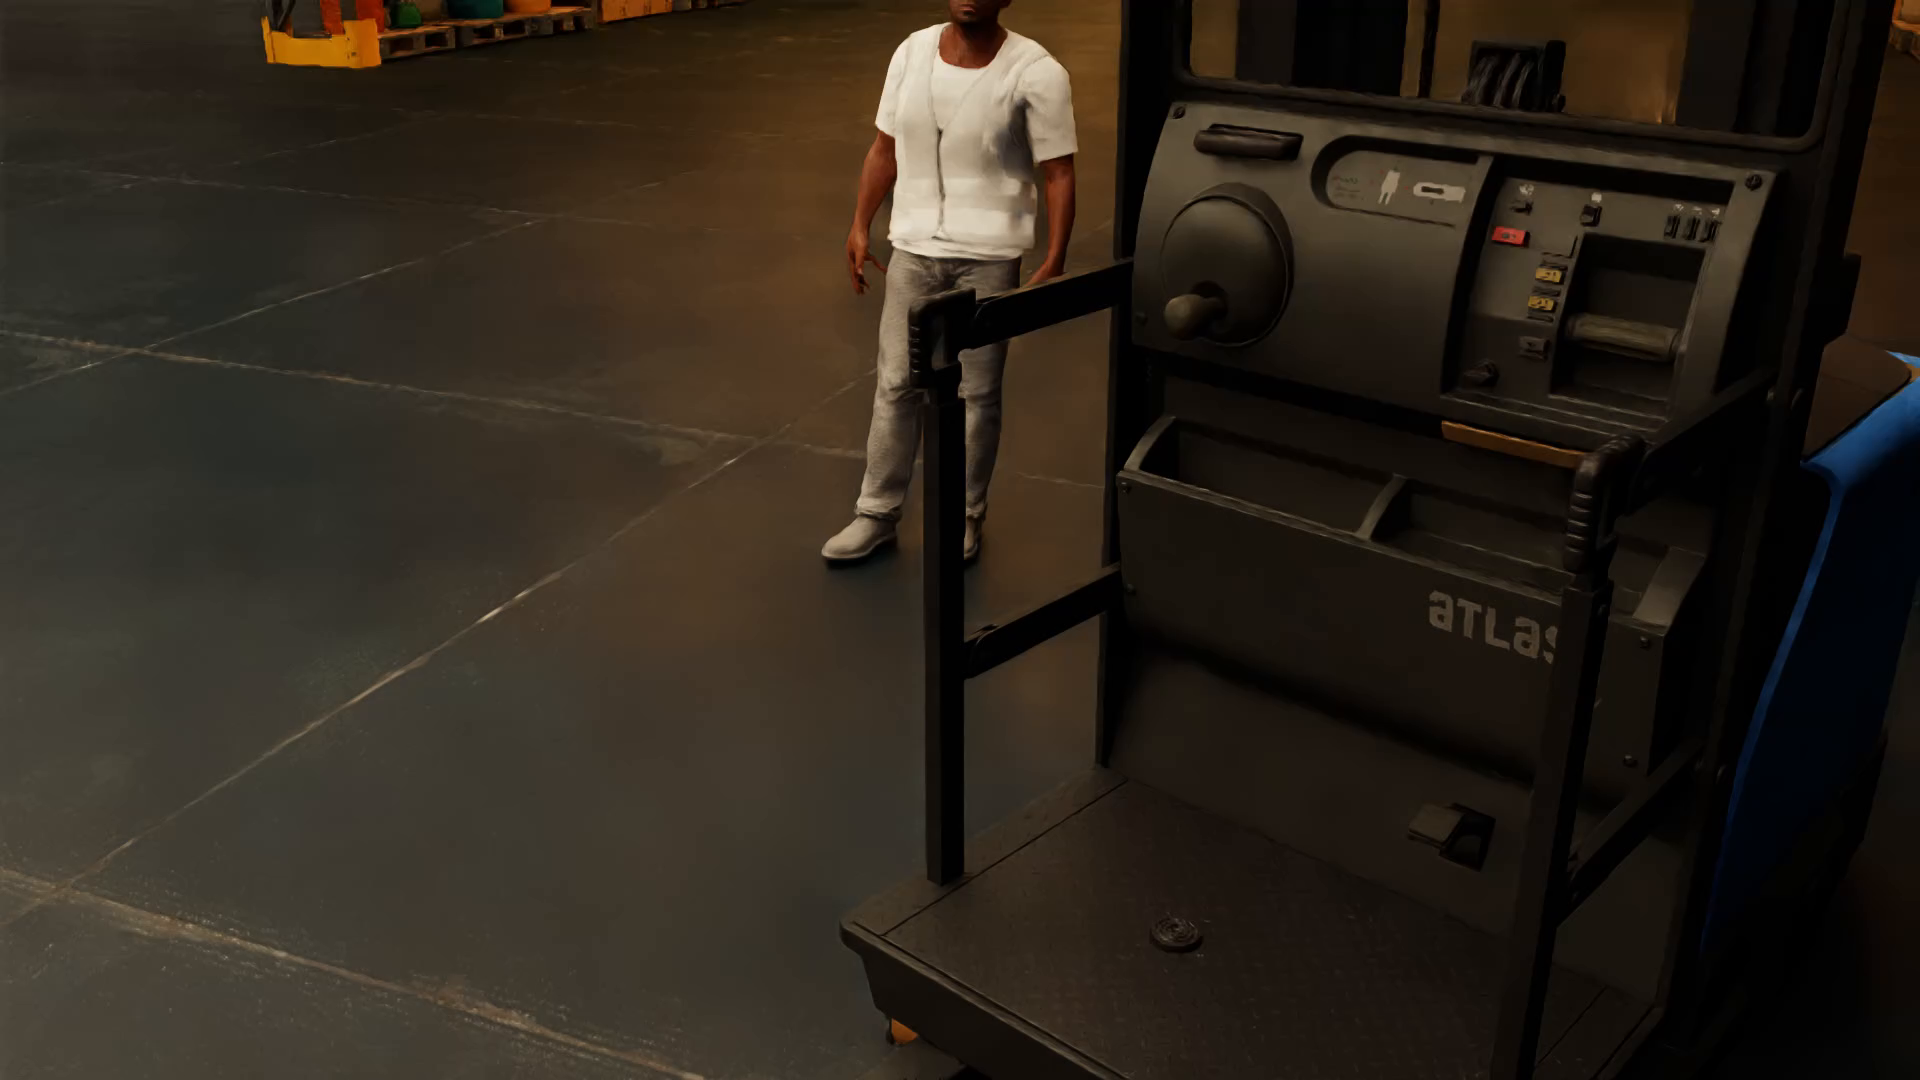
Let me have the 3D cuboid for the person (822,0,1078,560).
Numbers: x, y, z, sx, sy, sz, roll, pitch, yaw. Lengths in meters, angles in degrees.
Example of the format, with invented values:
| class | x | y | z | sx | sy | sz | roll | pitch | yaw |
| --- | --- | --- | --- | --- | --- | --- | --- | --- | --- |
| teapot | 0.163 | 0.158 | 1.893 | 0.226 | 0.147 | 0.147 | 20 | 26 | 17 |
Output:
| class | x | y | z | sx | sy | sz | roll | pitch | yaw |
| --- | --- | --- | --- | --- | --- | --- | --- | --- | --- |
| person | -0.032 | -0.797 | 4.692 | 0.665 | 1.766 | 0.576 | 9 | 24 | 21 |

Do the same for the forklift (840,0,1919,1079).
| class | x | y | z | sx | sy | sz | roll | pitch | yaw |
| --- | --- | --- | --- | --- | --- | --- | --- | --- | --- |
| forklift | 0.518 | -0.400 | 2.251 | 1.130 | 2.935 | 3.031 | 19 | 29 | 38 |
